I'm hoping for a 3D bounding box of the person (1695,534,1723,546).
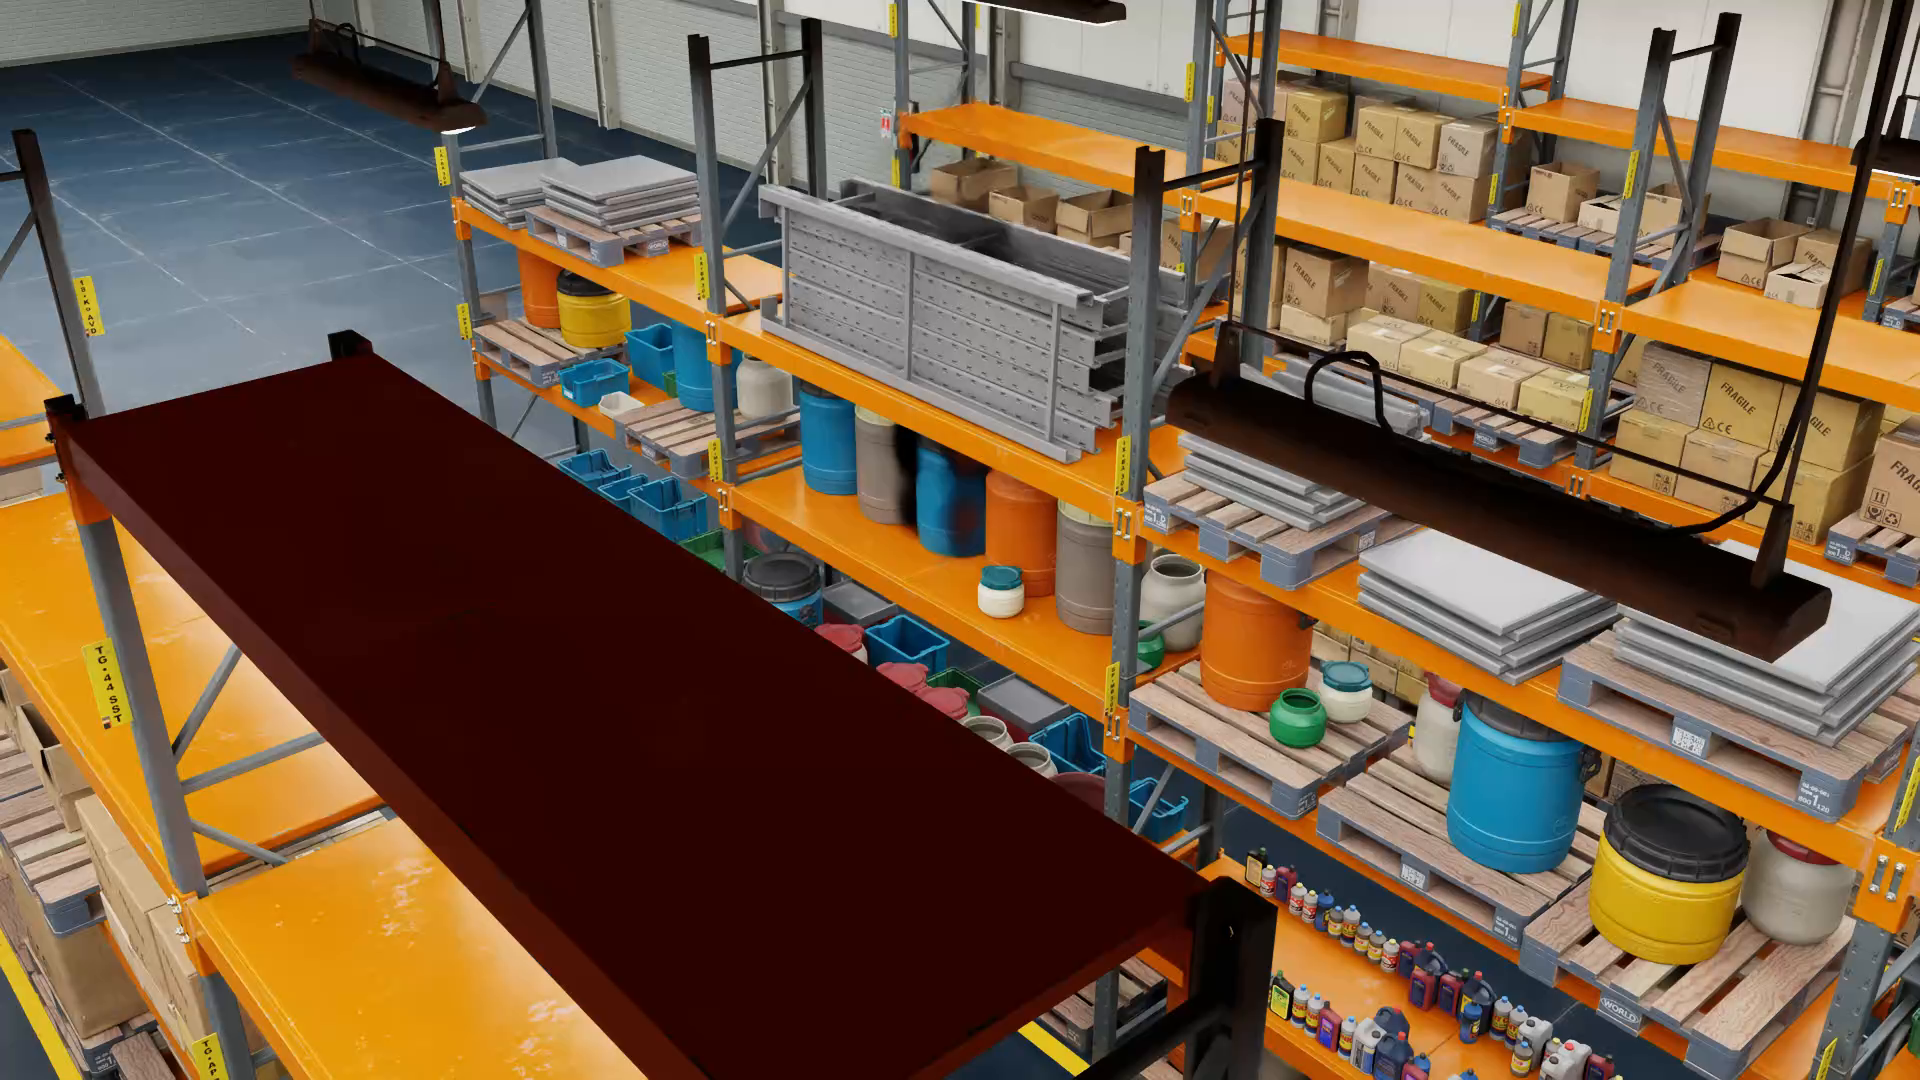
[{"bbox_3d":[6.404,0.559,14.525,0.669,1.764,0.908,-24,36,-39],"label":"person"}]

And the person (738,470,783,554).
[{"bbox_3d":[-2.058,-0.286,16.270,0.778,1.712,0.564,15,30,27],"label":"person"}]
